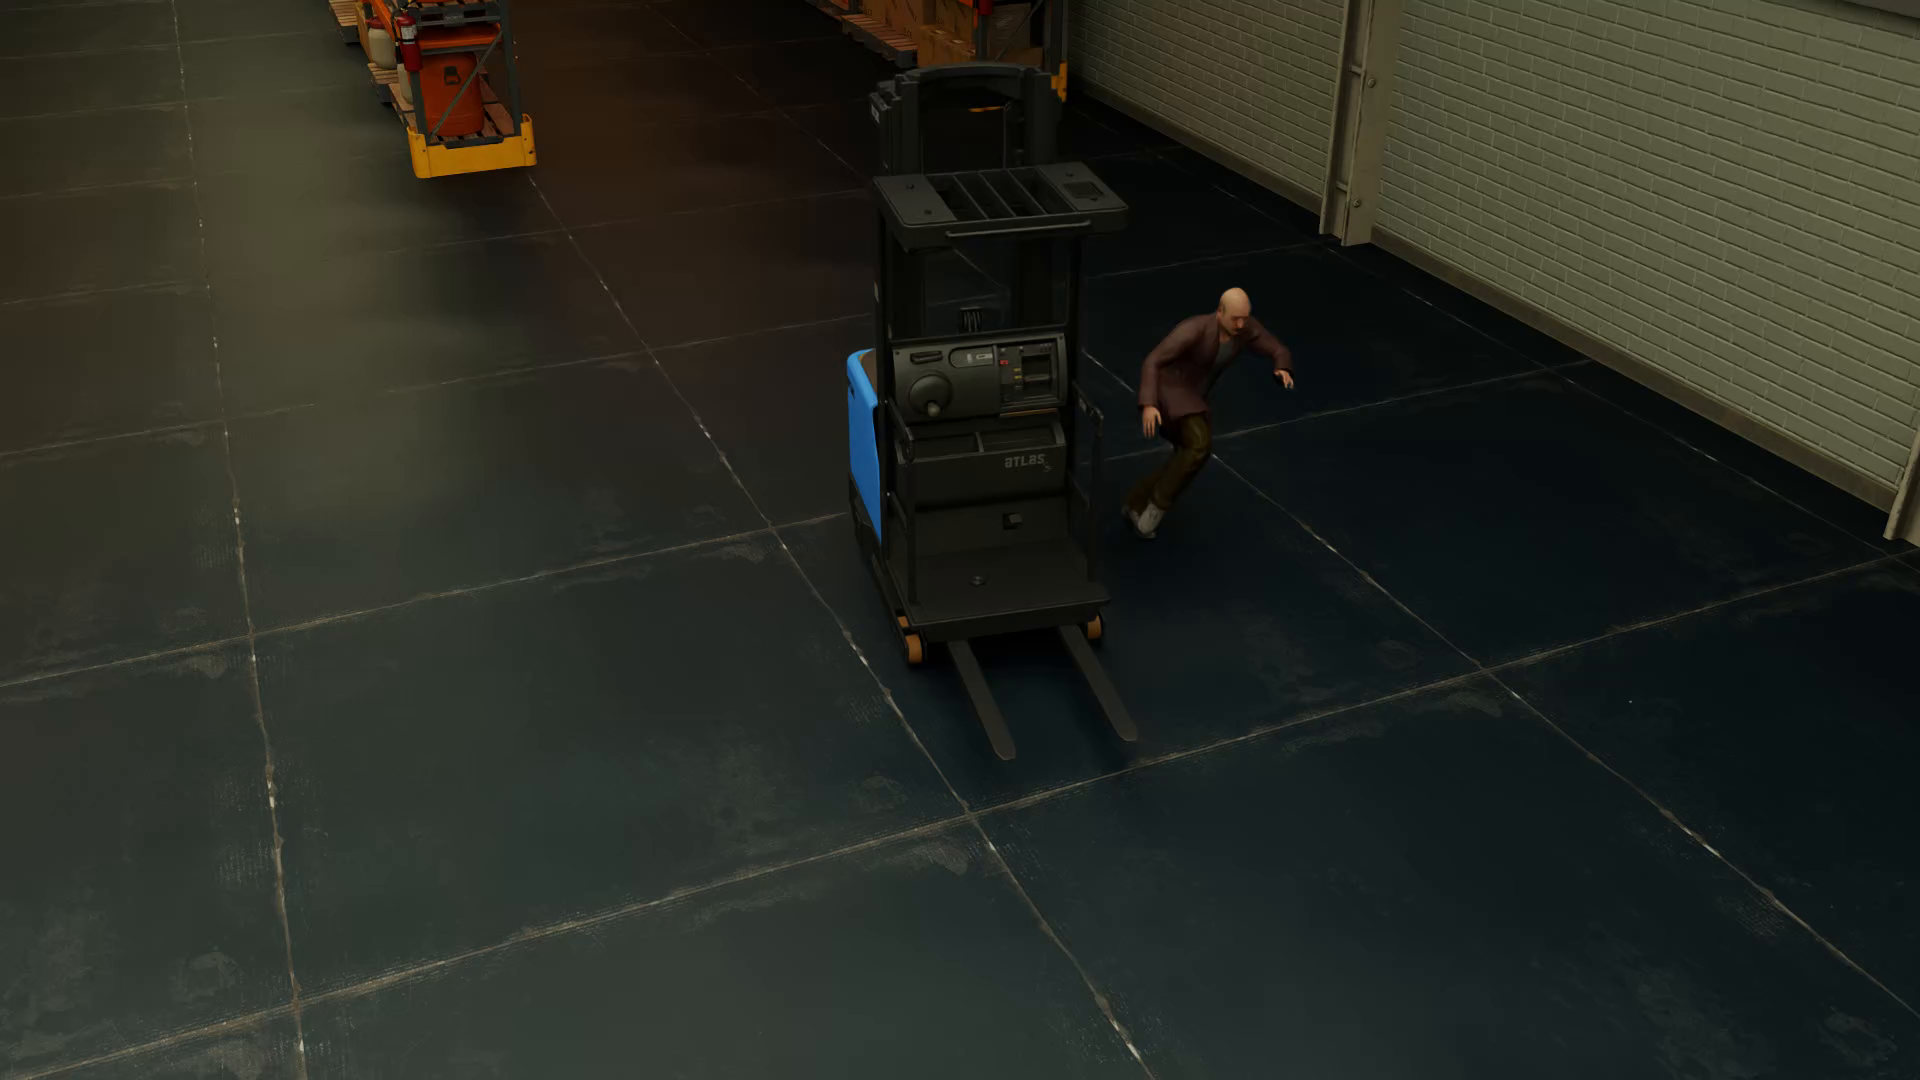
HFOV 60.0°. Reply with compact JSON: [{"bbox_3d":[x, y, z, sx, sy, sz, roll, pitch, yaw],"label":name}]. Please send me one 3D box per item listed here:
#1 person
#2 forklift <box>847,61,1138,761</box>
[{"bbox_3d":[1.464,-0.742,9.833,1.018,1.535,0.918,-23,37,-35],"label":"person"},{"bbox_3d":[0.163,-0.813,8.543,1.130,2.935,3.031,-7,31,-12],"label":"forklift"}]
